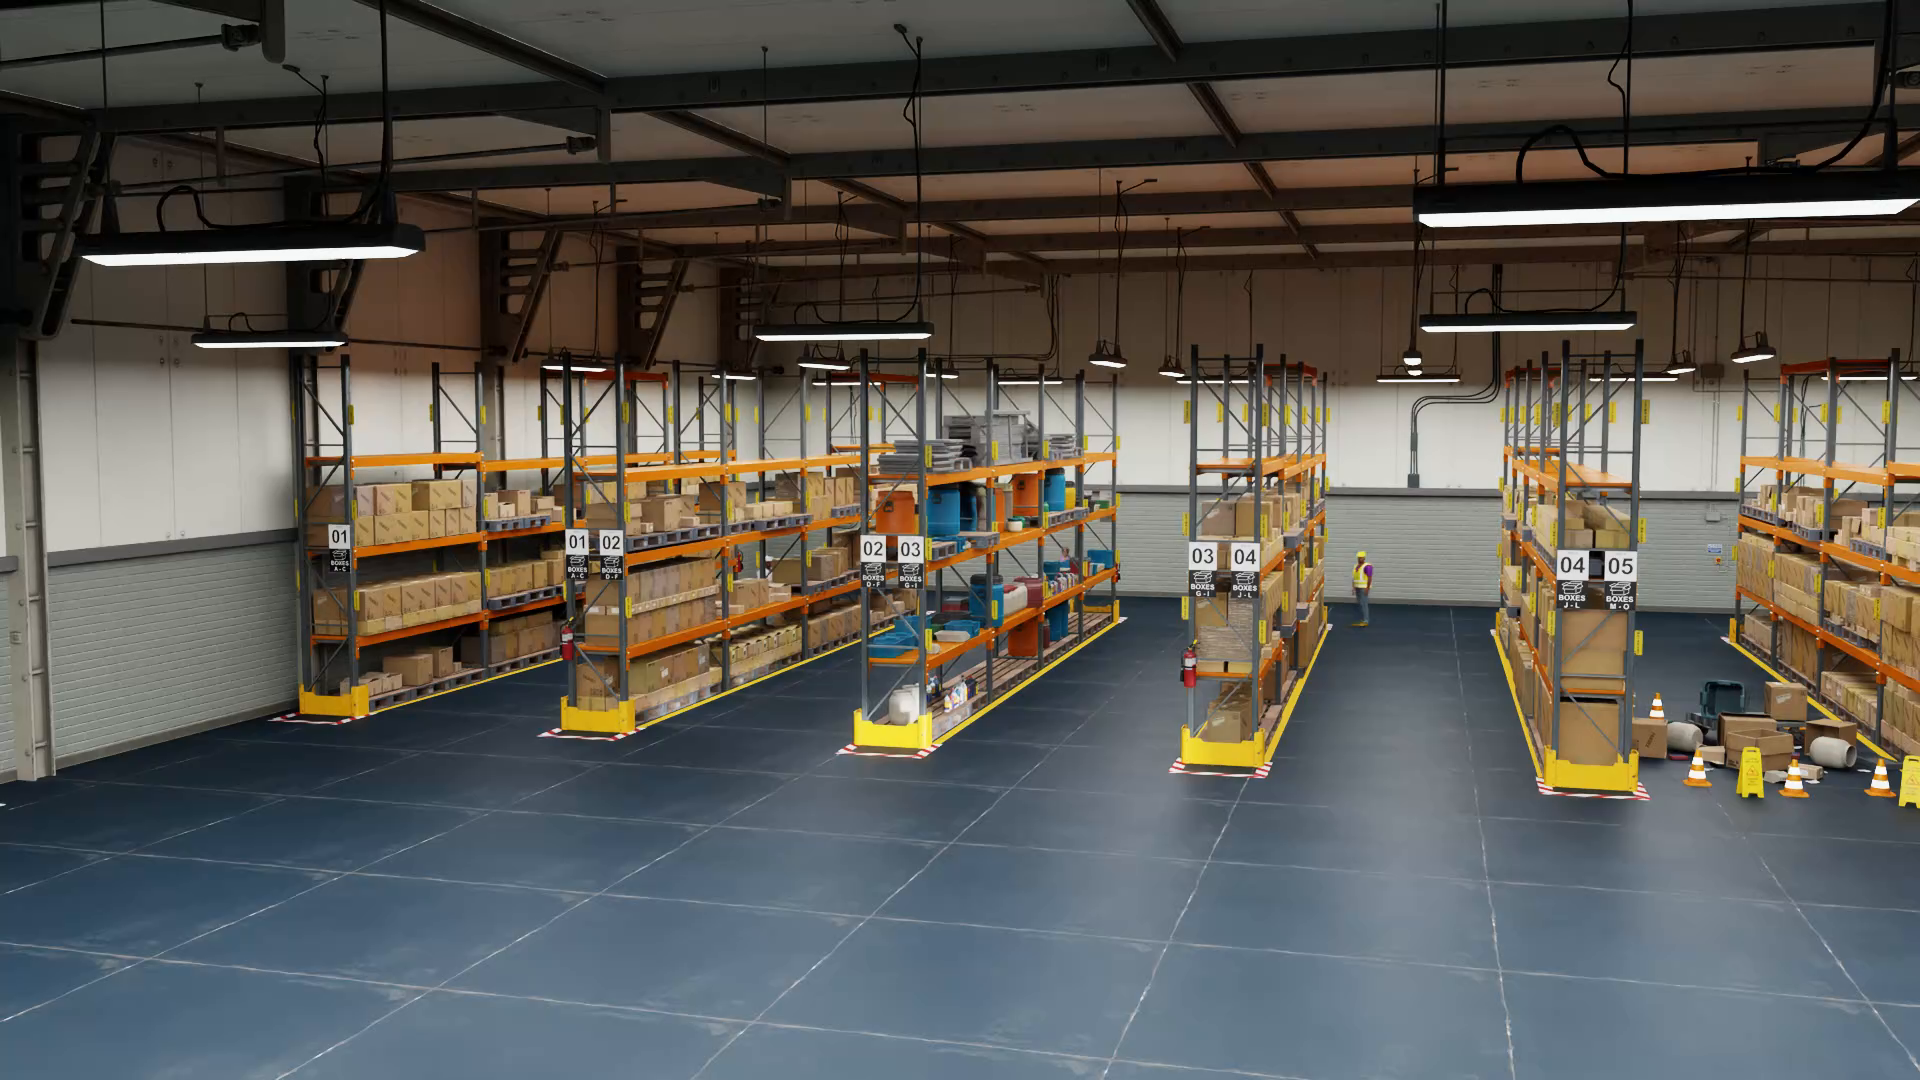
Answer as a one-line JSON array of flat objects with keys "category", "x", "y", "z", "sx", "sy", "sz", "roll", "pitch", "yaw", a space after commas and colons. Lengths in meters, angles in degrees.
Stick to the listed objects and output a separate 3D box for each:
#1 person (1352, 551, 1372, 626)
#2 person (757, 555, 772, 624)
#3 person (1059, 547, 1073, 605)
[{"category": "person", "x": 9.519, "y": 1.151, "z": 39.443, "sx": 0.371, "sy": 1.768, "sz": 0.605, "roll": -1, "pitch": 4, "yaw": -17}, {"category": "person", "x": -4.367, "y": 1.245, "z": 38.330, "sx": 0.531, "sy": 1.783, "sz": 0.590, "roll": 2, "pitch": 5, "yaw": 27}, {"category": "person", "x": 2.772, "y": 0.977, "z": 43.226, "sx": 0.541, "sy": 1.601, "sz": 0.805, "roll": 1, "pitch": 4, "yaw": 18}]
